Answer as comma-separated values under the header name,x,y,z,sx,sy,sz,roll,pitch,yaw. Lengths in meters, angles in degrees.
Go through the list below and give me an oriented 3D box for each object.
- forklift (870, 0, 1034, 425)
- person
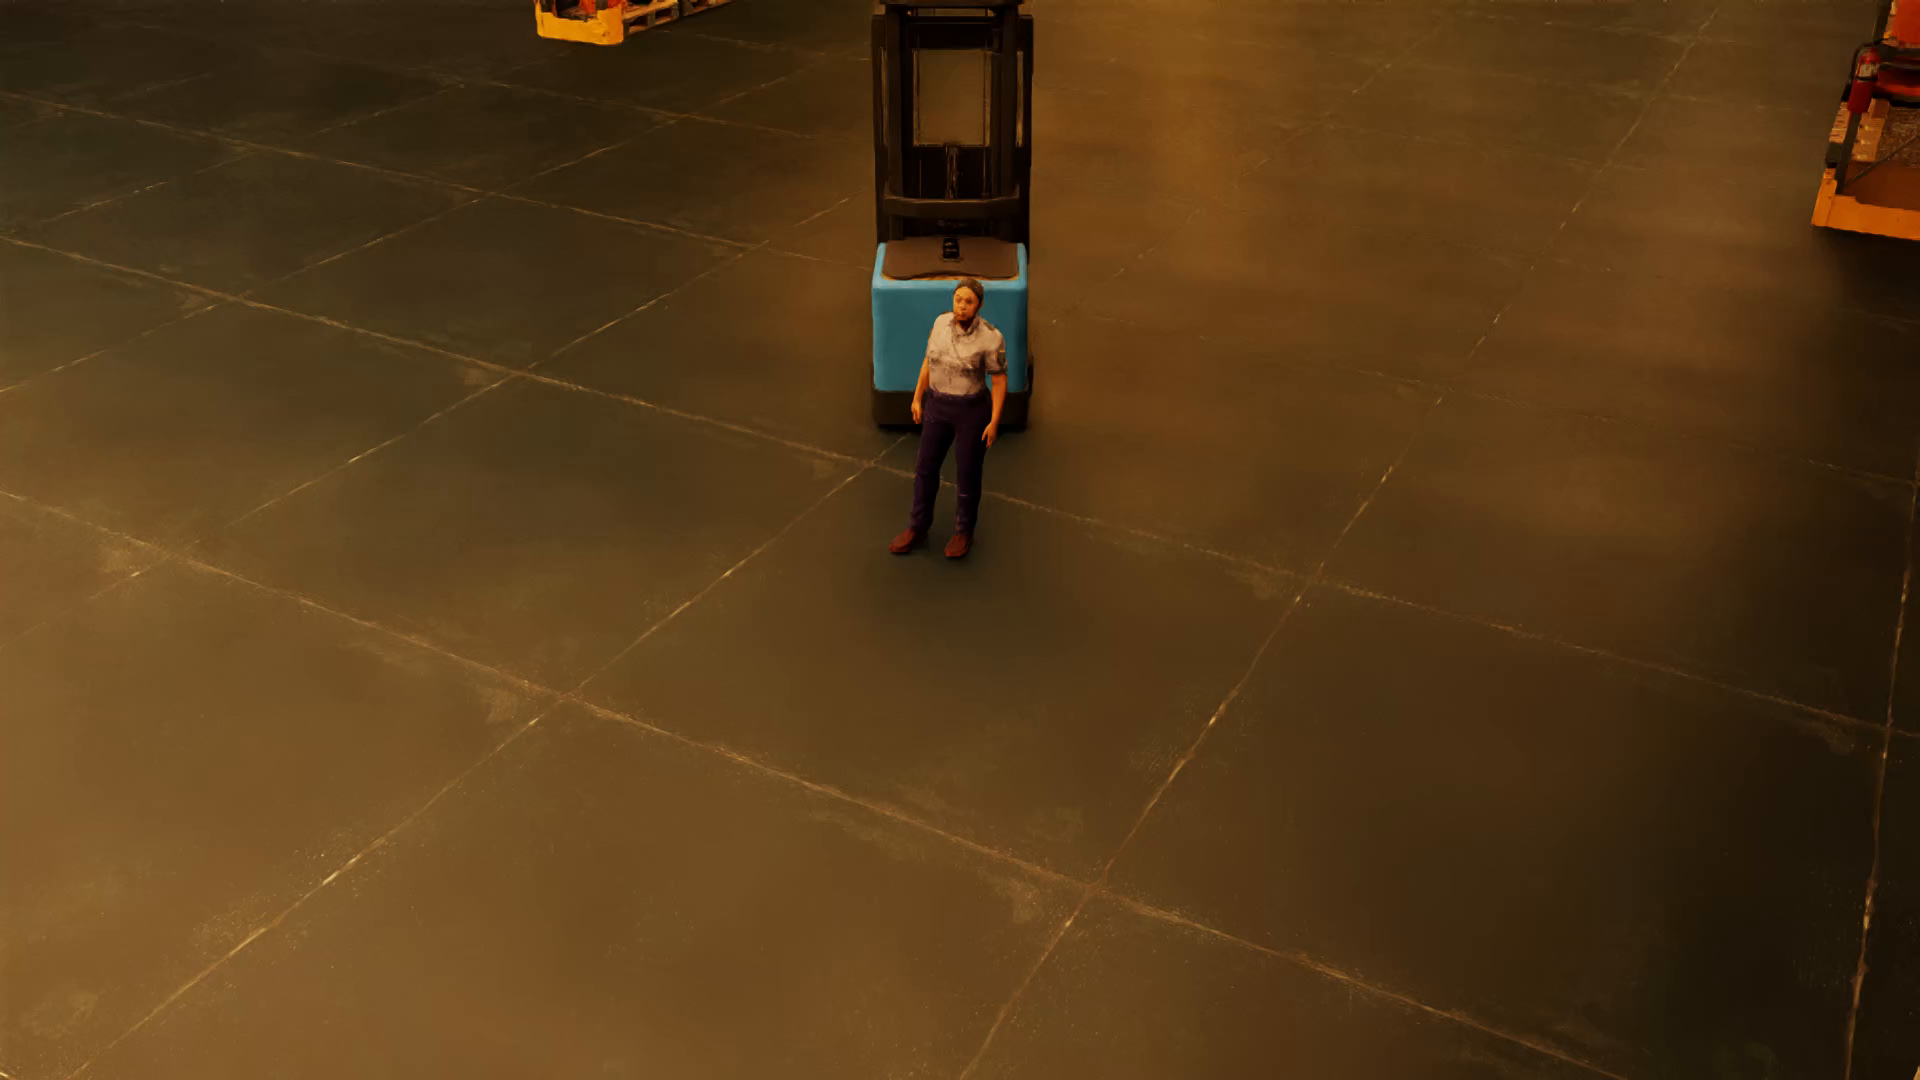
name,x,y,z,sx,sy,sz,roll,pitch,yaw
forklift,-0.048,-2.742,11.822,1.130,2.935,3.031,0,30,1
person,-0.063,-0.686,9.529,0.599,1.650,0.502,15,33,25
